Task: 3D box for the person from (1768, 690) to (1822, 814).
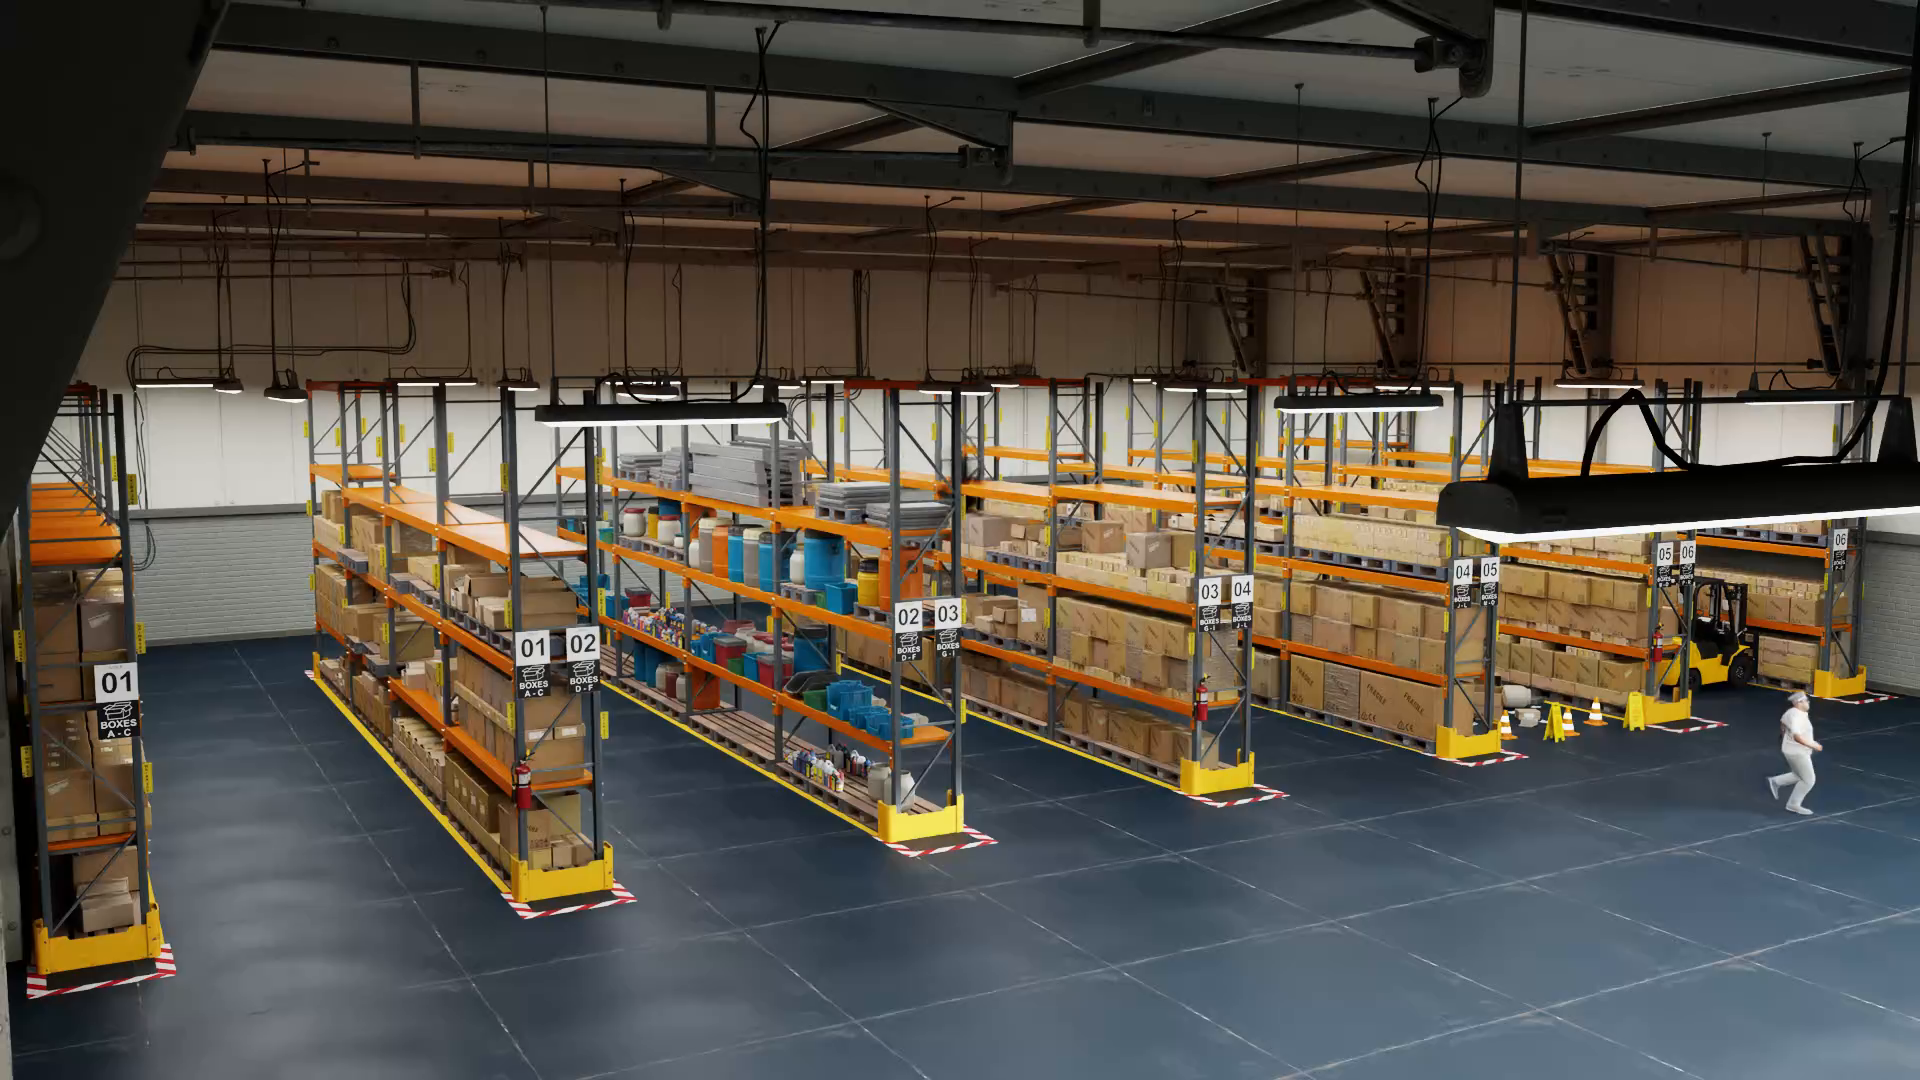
[{"bbox_3d":[11.818,2.981,23.478,0.600,1.751,0.697,2,6,16],"label":"person"}]
